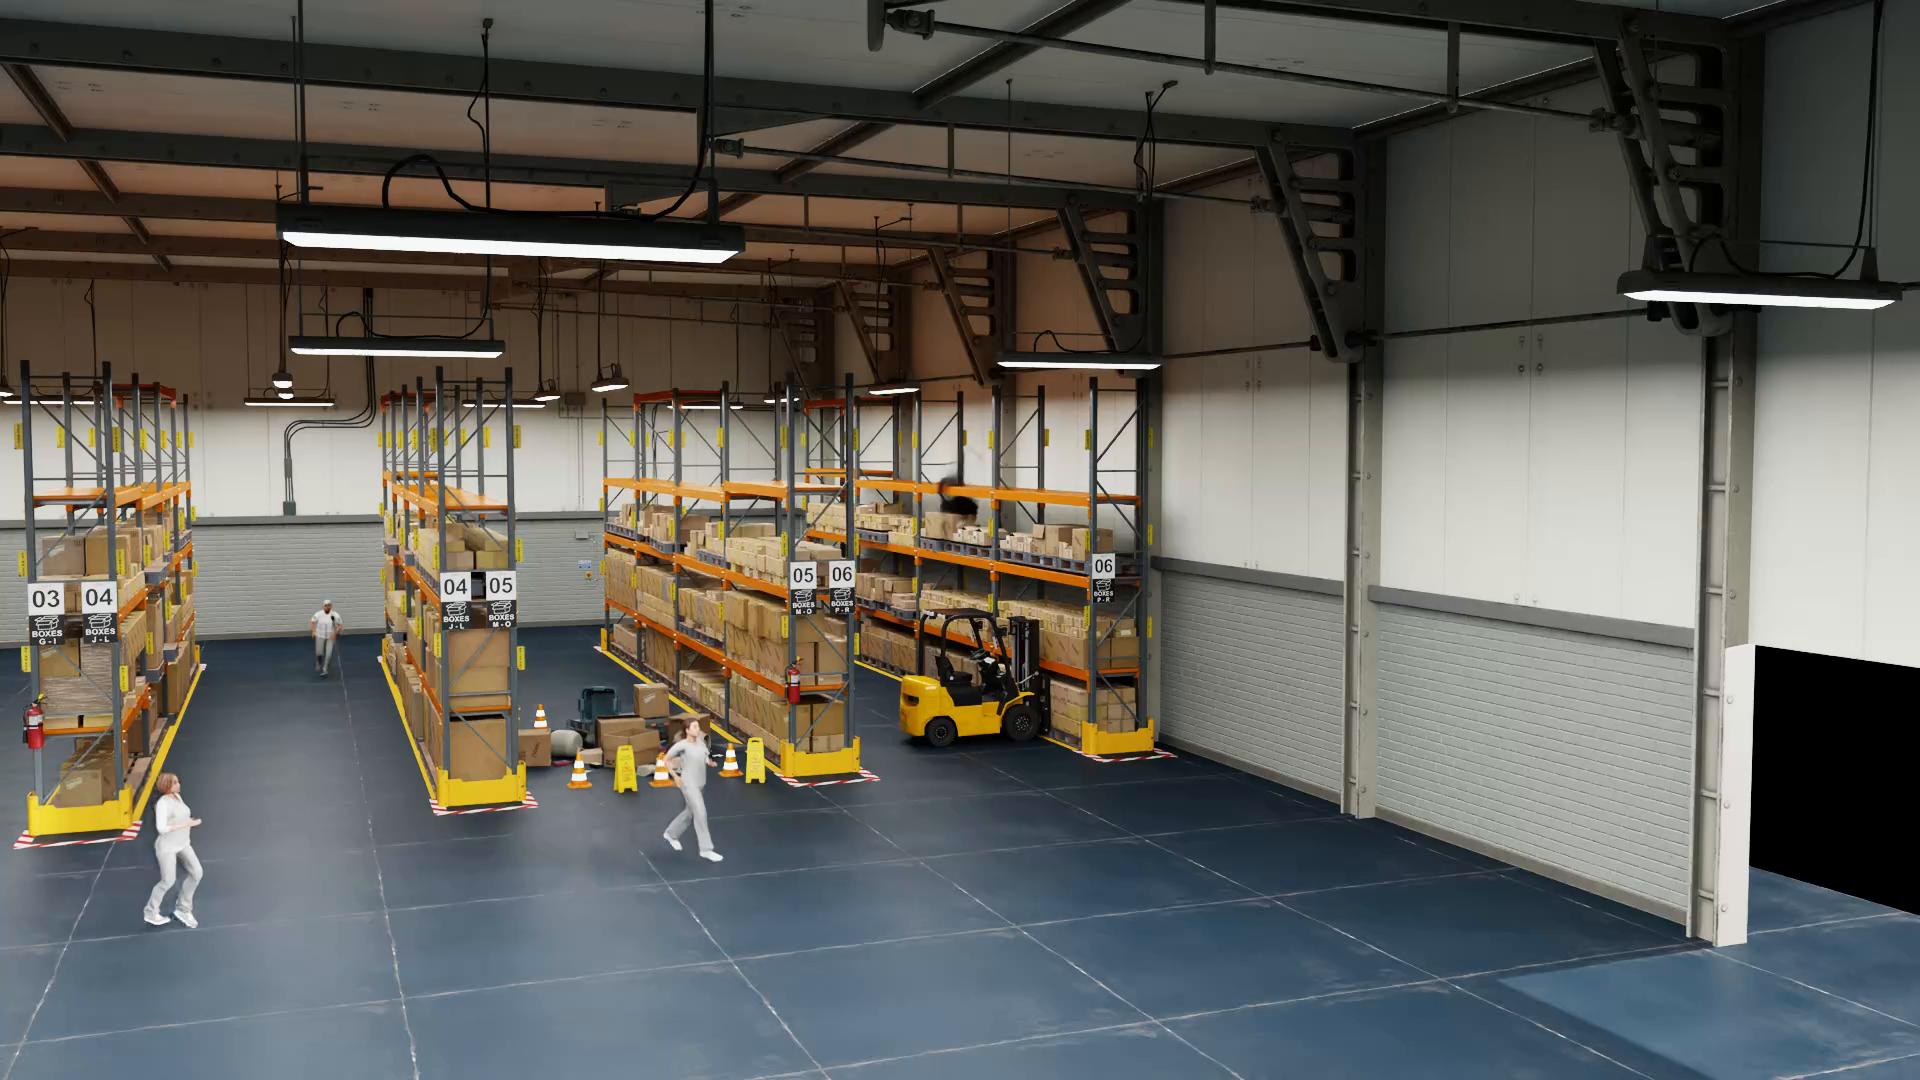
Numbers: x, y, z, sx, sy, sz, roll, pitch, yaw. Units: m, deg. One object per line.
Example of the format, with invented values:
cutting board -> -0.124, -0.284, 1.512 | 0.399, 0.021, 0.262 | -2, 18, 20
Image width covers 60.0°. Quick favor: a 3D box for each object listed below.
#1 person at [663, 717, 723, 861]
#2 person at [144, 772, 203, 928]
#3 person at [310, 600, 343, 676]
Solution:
person -> -3.198, 2.942, 19.842 | 0.947, 1.663, 0.567 | 2, 4, 29
person -> -8.035, 3.179, 16.991 | 0.661, 1.624, 0.496 | 0, 3, 7
person -> -13.455, 2.076, 35.331 | 0.650, 1.614, 0.522 | -1, 4, -20
